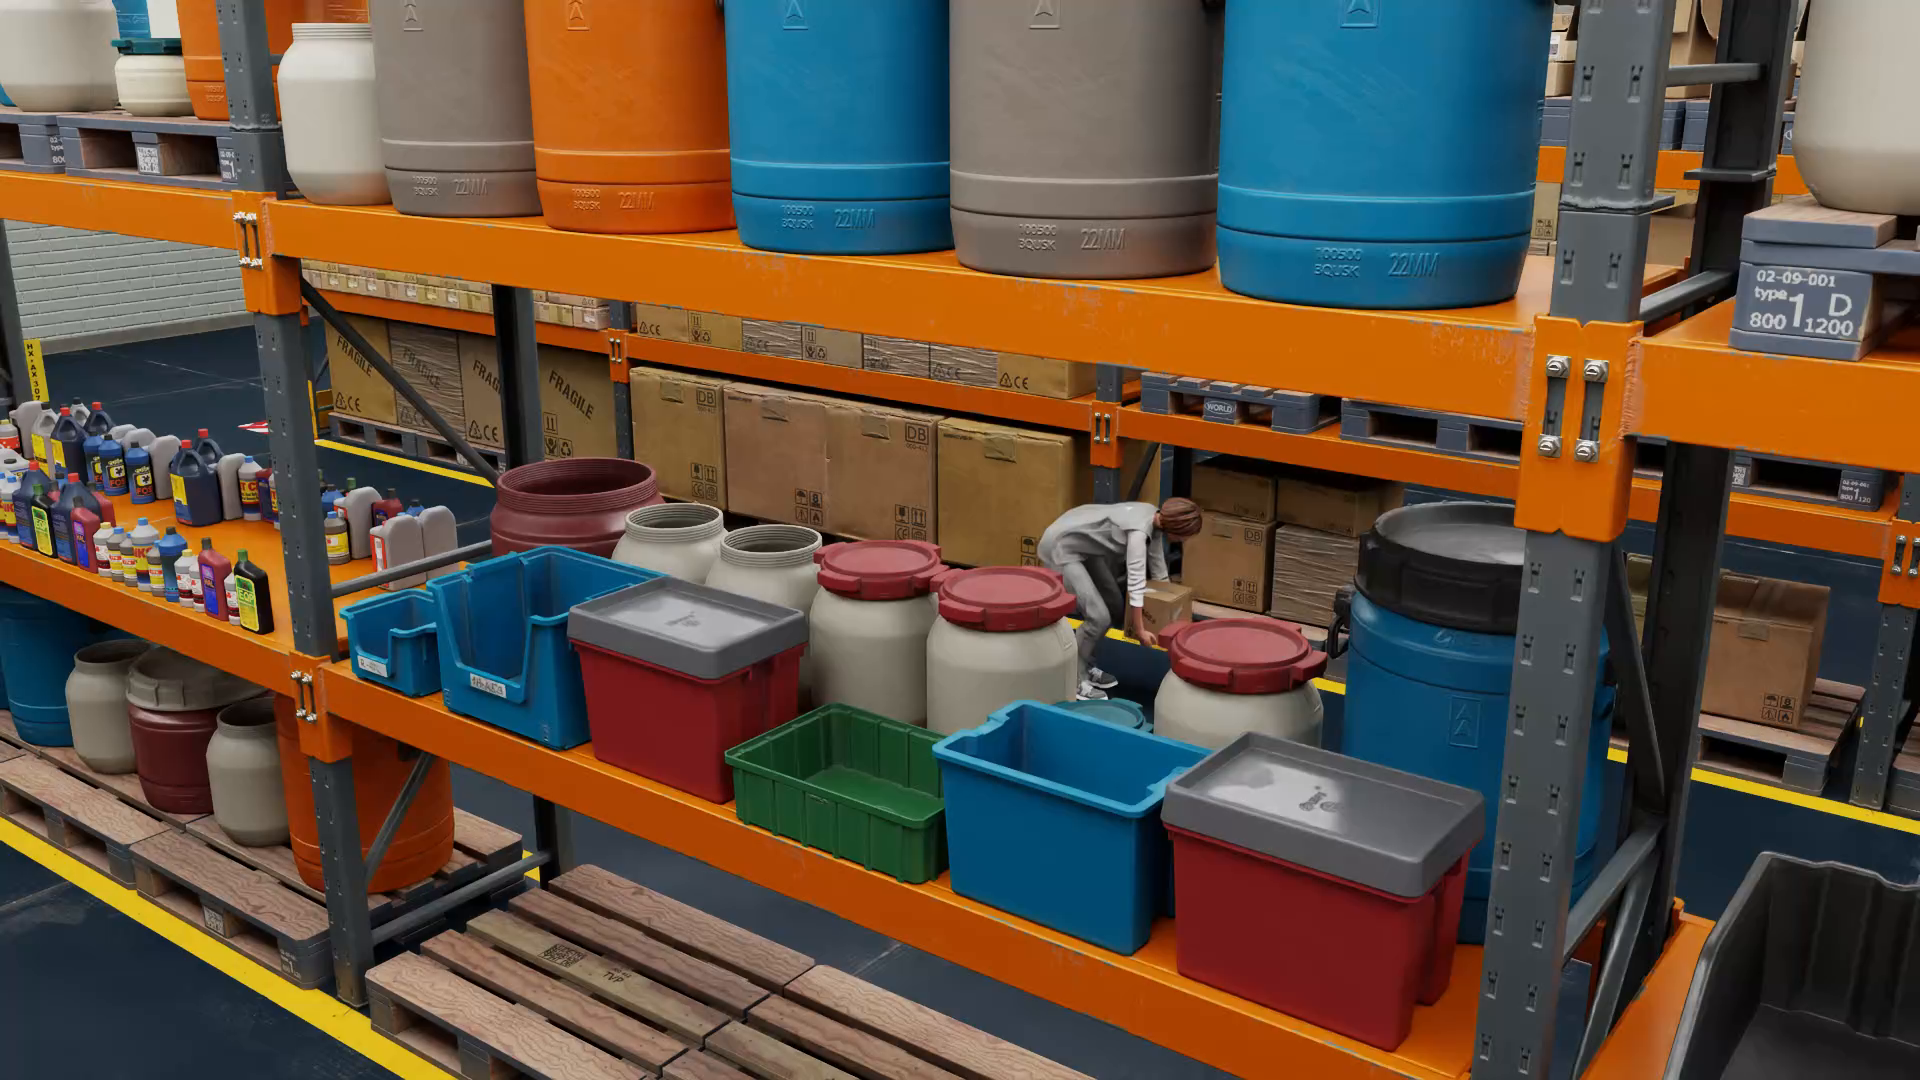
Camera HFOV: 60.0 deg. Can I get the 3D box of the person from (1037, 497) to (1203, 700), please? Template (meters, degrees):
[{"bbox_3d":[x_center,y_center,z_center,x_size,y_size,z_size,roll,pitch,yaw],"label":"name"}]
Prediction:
[{"bbox_3d":[0.805,0.287,8.473,0.845,1.098,0.402,7,18,22],"label":"person"}]
